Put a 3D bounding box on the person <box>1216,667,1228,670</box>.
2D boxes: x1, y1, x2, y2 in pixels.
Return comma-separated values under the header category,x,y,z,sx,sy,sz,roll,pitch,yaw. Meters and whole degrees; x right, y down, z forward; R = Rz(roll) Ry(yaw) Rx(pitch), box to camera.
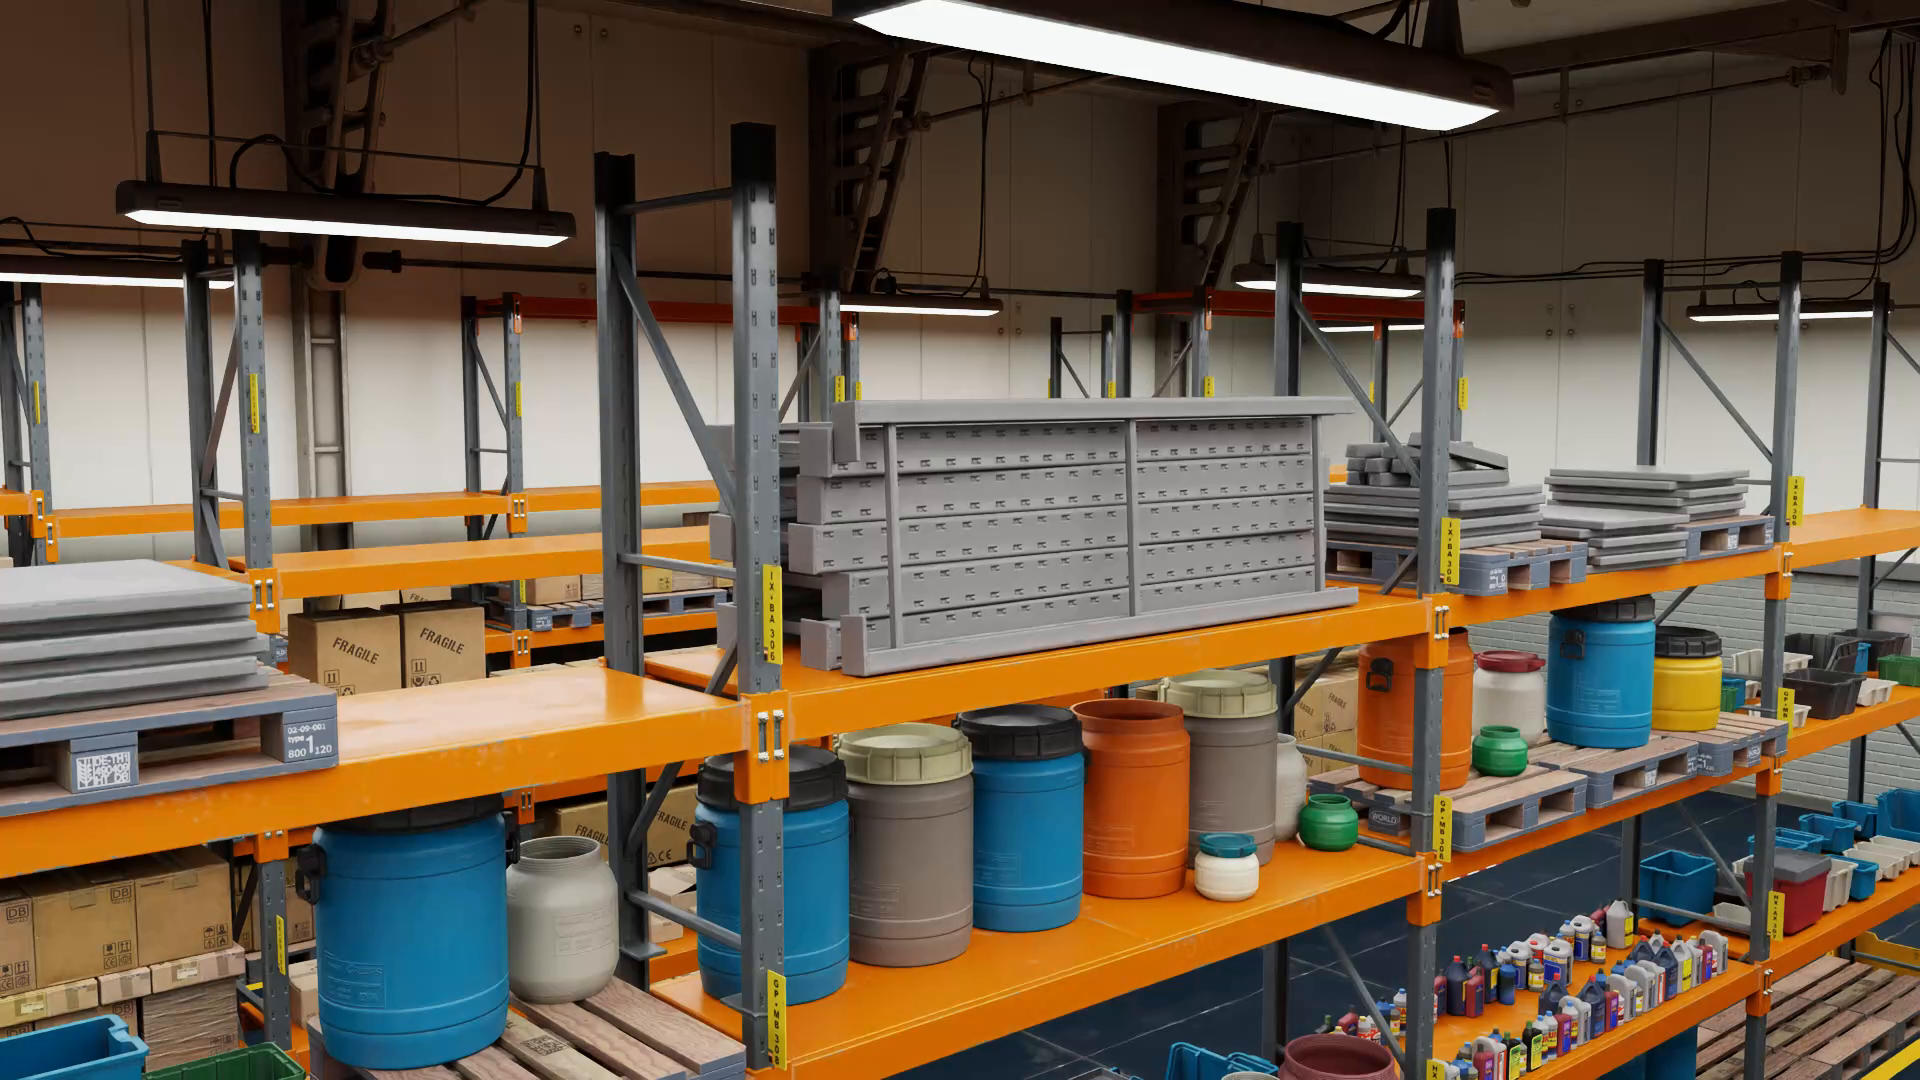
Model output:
category,x,y,z,sx,sy,sz,roll,pitch,yaw
person,3.259,2.284,21.105,0.589,1.780,0.521,2,6,25
